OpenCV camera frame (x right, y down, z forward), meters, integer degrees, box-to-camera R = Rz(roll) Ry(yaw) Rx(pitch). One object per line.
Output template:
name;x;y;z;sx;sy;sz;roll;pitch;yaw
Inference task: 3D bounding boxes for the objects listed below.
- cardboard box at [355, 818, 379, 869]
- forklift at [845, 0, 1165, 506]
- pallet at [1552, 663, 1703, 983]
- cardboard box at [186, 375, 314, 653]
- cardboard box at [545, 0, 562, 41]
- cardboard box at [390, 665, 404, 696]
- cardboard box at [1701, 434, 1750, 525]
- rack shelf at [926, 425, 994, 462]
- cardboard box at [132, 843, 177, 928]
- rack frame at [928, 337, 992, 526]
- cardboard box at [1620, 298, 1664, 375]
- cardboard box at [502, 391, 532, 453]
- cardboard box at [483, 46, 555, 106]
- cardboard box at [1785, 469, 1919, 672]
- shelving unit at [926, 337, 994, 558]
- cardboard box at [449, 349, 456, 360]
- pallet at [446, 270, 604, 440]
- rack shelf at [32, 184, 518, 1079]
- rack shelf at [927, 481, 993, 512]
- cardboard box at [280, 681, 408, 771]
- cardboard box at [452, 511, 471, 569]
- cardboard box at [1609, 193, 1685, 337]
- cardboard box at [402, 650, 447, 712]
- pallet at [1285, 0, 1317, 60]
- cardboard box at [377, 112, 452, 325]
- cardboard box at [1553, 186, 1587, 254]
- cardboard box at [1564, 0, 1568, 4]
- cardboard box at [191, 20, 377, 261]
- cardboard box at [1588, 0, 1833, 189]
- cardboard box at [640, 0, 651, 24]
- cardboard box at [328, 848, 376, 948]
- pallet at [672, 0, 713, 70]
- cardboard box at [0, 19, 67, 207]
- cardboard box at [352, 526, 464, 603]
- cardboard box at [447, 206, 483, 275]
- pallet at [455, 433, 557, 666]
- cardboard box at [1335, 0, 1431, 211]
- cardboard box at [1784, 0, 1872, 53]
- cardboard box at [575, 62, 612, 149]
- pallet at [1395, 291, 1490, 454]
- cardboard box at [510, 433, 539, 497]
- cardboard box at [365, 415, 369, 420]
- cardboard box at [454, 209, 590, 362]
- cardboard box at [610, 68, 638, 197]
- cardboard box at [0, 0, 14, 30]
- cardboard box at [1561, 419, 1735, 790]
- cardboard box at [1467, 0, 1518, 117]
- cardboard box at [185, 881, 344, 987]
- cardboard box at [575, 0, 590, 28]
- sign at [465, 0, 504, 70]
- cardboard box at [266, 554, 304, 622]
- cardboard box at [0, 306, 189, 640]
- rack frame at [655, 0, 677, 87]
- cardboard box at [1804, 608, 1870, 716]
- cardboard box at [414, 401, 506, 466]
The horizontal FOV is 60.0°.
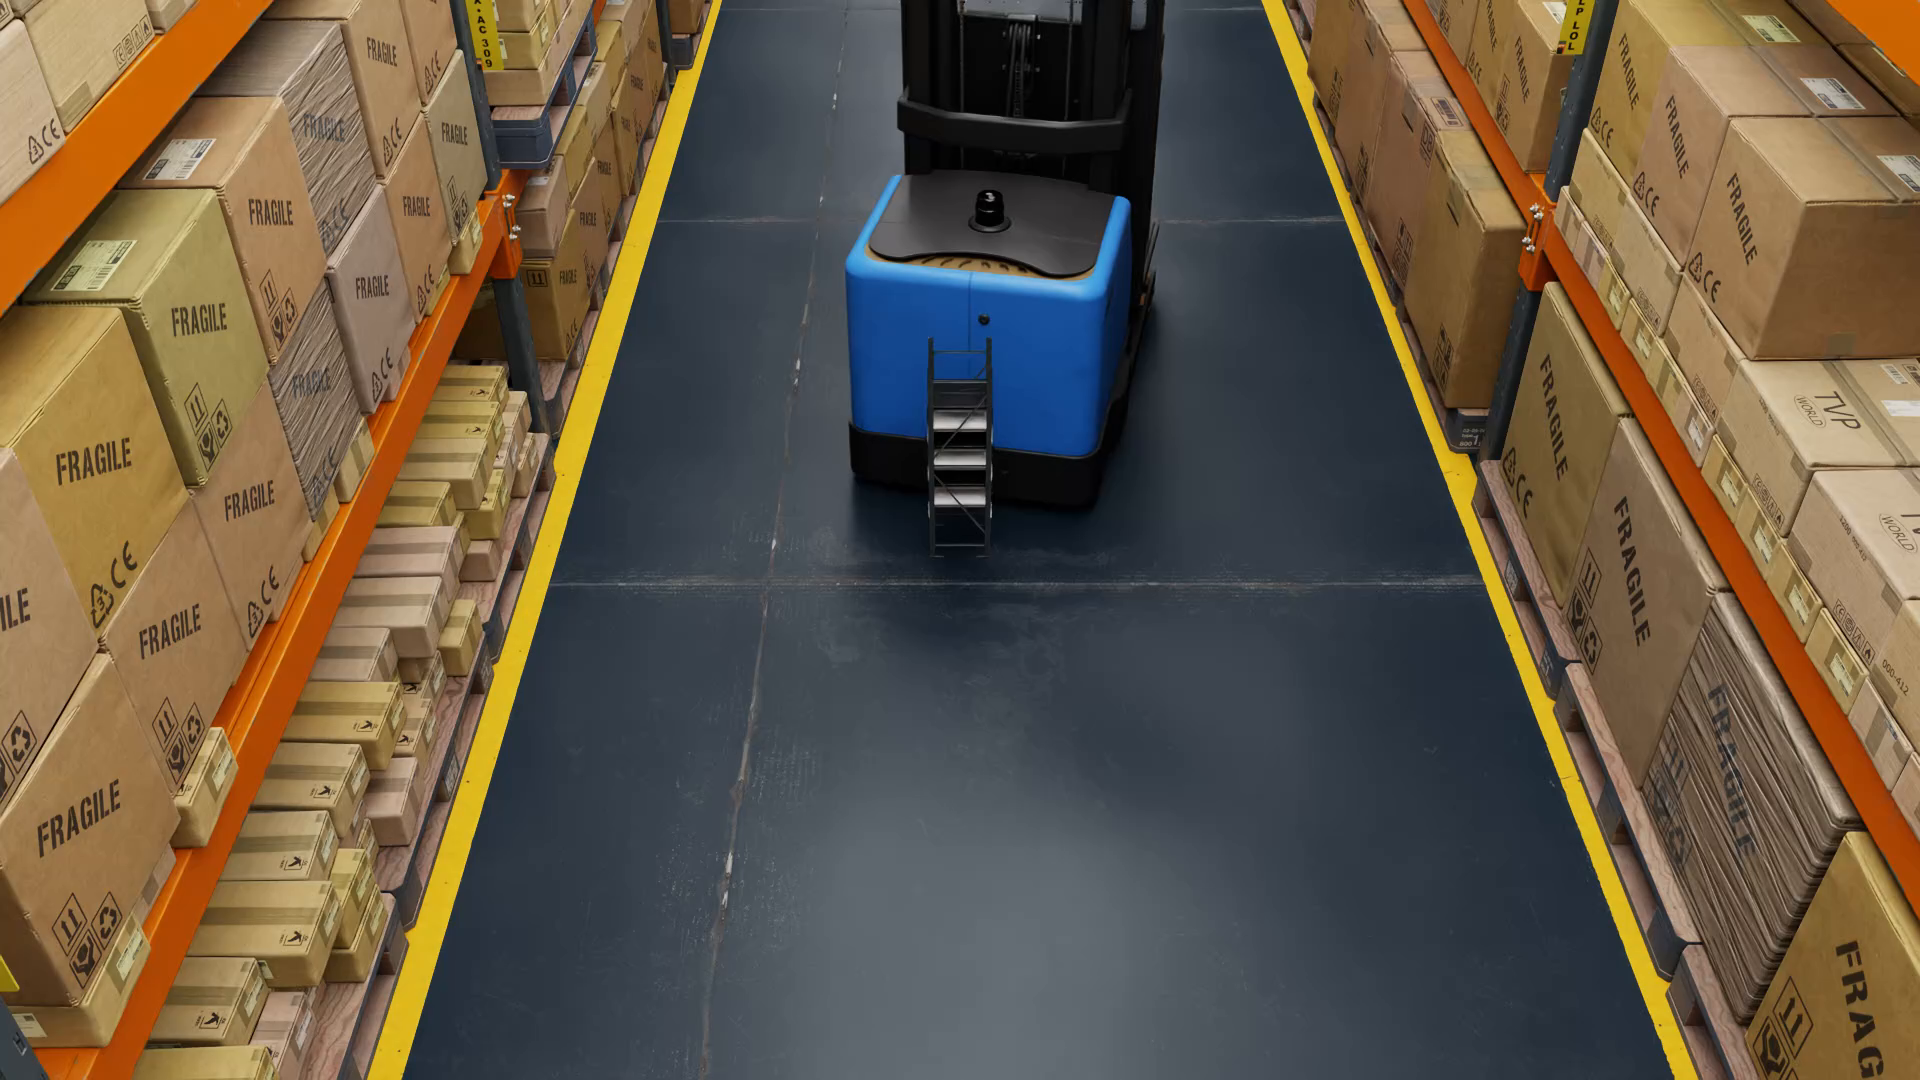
cardboard box;-2.005;0.987;5.063;0.380;0.149;0.250;0;39;0
forklift;0.348;-2.209;7.162;1.130;2.935;3.031;8;39;9
pallet;2.634;0.892;5.469;1.003;0.211;1.213;0;39;0
cardboard box;-1.987;-0.072;4.124;0.500;0.500;0.500;0;39;1
cardboard box;-1.796;-2.087;6.583;0.380;0.149;0.250;-1;39;-1
cardboard box;-2.045;0.520;5.408;0.380;0.149;0.250;2;39;2
cardboard box;2.378;-0.179;4.775;0.380;0.149;0.250;-1;39;-1
rack shelf;0.000;-0.390;6.427;0.258;0.077;0.200;0;39;0
cardboard box;-1.963;0.741;3.628;0.380;0.149;0.250;1;39;2
rack frame;0.000;-0.410;6.542;0.240;0.900;0.006;0;39;0
cardboard box;2.378;-0.660;5.376;0.380;0.149;0.250;-1;39;-1
cardboard box;-1.935;-0.467;6.640;0.380;0.149;0.250;1;39;1
cardboard box;-1.794;-1.809;6.474;0.380;0.149;0.250;-2;39;-2
cardboard box;2.444;0.069;4.148;0.500;0.250;0.500;-1;39;-2
shelving unit;0.000;-0.346;6.462;0.258;0.900;0.210;0;39;0
cardboard box;-2.506;-1.148;7.446;0.500;0.500;0.500;-1;39;-1
pallet;-2.256;-0.895;7.698;1.003;0.211;1.213;0;39;0
rack shelf;-2.251;0.035;4.883;1.077;0.370;4.000;0;39;0
rack shelf;0.000;-0.180;6.596;0.258;0.077;0.200;0;39;0
cardboard box;-1.931;0.570;5.108;0.380;0.149;0.250;1;39;1
cardboard box;-2.002;0.026;6.025;0.380;0.149;0.250;0;39;0
cardboard box;2.441;-0.889;5.343;0.500;0.250;0.500;0;39;0
cardboard box;-1.978;0.507;5.662;0.380;0.149;0.250;1;39;1
pallet;2.703;-3.339;10.748;1.003;0.211;1.213;0;39;0
cardboard box;-1.971;-1.025;5.312;0.500;0.500;0.500;-1;39;-1
cardboard box;2.374;-1.154;5.992;0.380;0.149;0.250;0;39;0
cardboard box;2.698;-2.267;6.298;0.797;0.503;0.637;-1;39;-1
cardboard box;-1.990;-1.105;4.612;0.500;0.500;0.500;1;39;1
cardboard box;2.452;-1.487;5.490;0.500;0.500;0.500;0;39;0
cardboard box;-1.995;-3.052;9.223;0.500;0.250;0.500;-1;39;-1
cardboard box;-1.917;1.025;4.779;0.380;0.149;0.250;1;39;1
pallet;-2.184;-3.403;10.827;1.003;0.211;1.213;0;39;0
cardboard box;-1.990;-0.717;2.968;0.500;0.250;0.500;1;39;1
cardboard box;-1.930;0.089;5.708;0.380;0.149;0.250;-2;39;-2
cardboard box;-1.910;-1.059;5.874;0.380;0.149;0.250;-1;39;-1
pallet;-2.217;0.012;6.567;1.003;0.211;1.213;0;39;0
cardboard box;2.675;-2.284;8.565;1.225;0.875;0.875;0;39;0
cardboard box;2.975;-1.500;5.505;0.500;0.500;0.500;1;39;1
cardboard box;-1.989;-2.092;8.025;0.500;0.250;0.500;1;39;2
pallet;2.630;-0.831;7.618;1.003;0.211;1.213;0;39;0
cardboard box;-1.912;-0.303;6.673;0.380;0.149;0.250;0;39;1
cardboard box;-2.016;-0.402;5.053;0.380;0.149;0.250;-1;39;-1
cardboard box;-1.989;-1.147;7.446;0.500;0.500;0.500;1;39;2
cardboard box;-1.982;-2.120;8.659;0.500;0.500;0.500;-2;39;-2
cardboard box;-1.991;-0.903;2.800;0.500;0.250;0.500;0;39;-1
cardboard box;2.628;0.204;5.460;0.875;0.875;0.875;0;39;0
cardboard box;2.439;-2.078;6.864;0.500;0.500;0.500;1;39;1
cardboard box;-1.902;1.063;4.492;0.380;0.149;0.250;0;39;0
cardboard box;-1.796;-2.296;7.081;0.380;0.149;0.250;0;39;0
sign;-1.711;-1.840;5.955;0.100;0.325;0.005;0;39;0
cardboard box;-1.995;0.087;4.444;0.380;0.149;0.250;-1;39;-1
cardboard box;-1.991;-0.137;3.405;0.500;0.500;0.500;1;39;1
rack frame;-2.258;-3.998;9.340;1.000;3.000;0.127;0;39;0
cardboard box;2.379;0.301;4.176;0.380;0.149;0.250;-1;39;-1
cardboard box;-1.953;-0.398;6.316;0.380;0.149;0.250;0;39;1
